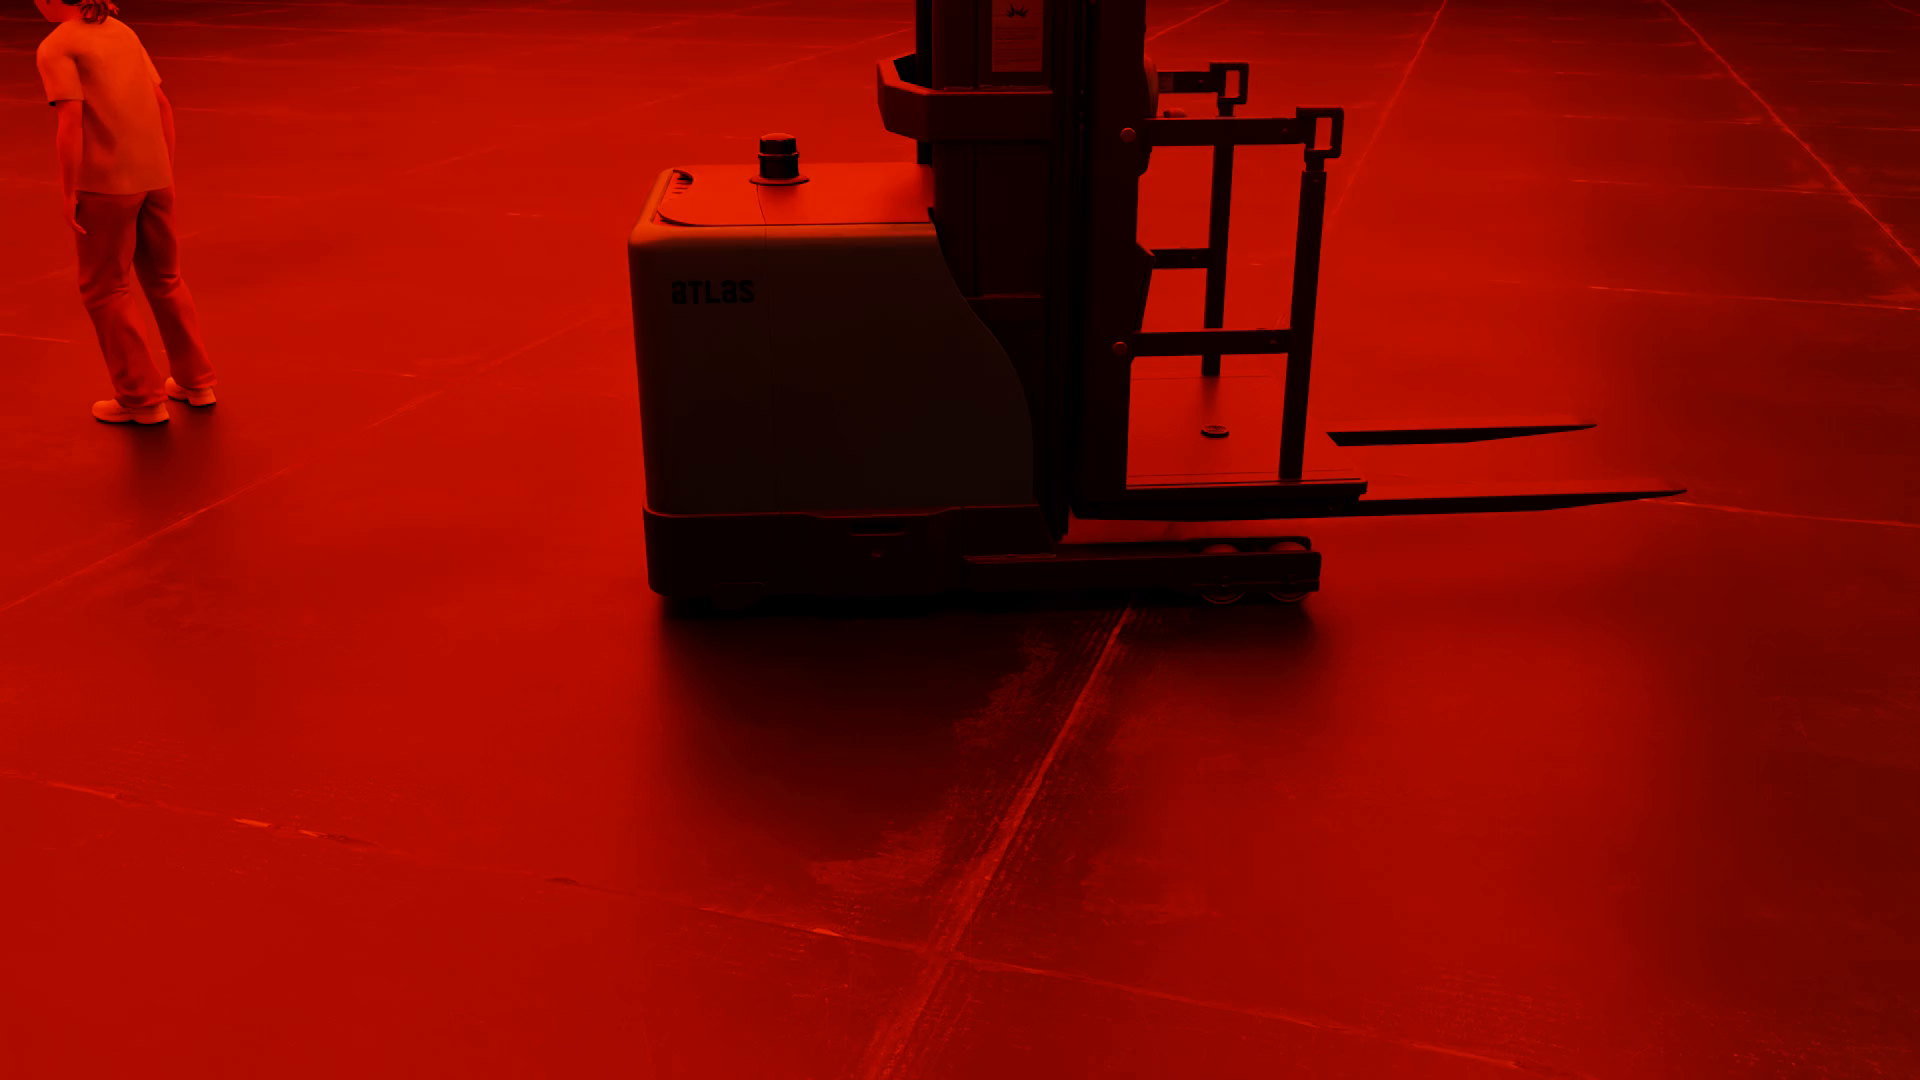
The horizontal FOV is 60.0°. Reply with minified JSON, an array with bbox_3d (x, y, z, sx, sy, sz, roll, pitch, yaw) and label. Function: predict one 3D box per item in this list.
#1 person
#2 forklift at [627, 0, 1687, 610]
[{"bbox_3d":[-3.028,-1.254,5.968,0.365,1.671,0.506,9,24,20],"label":"person"},{"bbox_3d":[0.606,-1.374,4.608,3.031,2.935,1.130,-2,23,-4],"label":"forklift"}]
